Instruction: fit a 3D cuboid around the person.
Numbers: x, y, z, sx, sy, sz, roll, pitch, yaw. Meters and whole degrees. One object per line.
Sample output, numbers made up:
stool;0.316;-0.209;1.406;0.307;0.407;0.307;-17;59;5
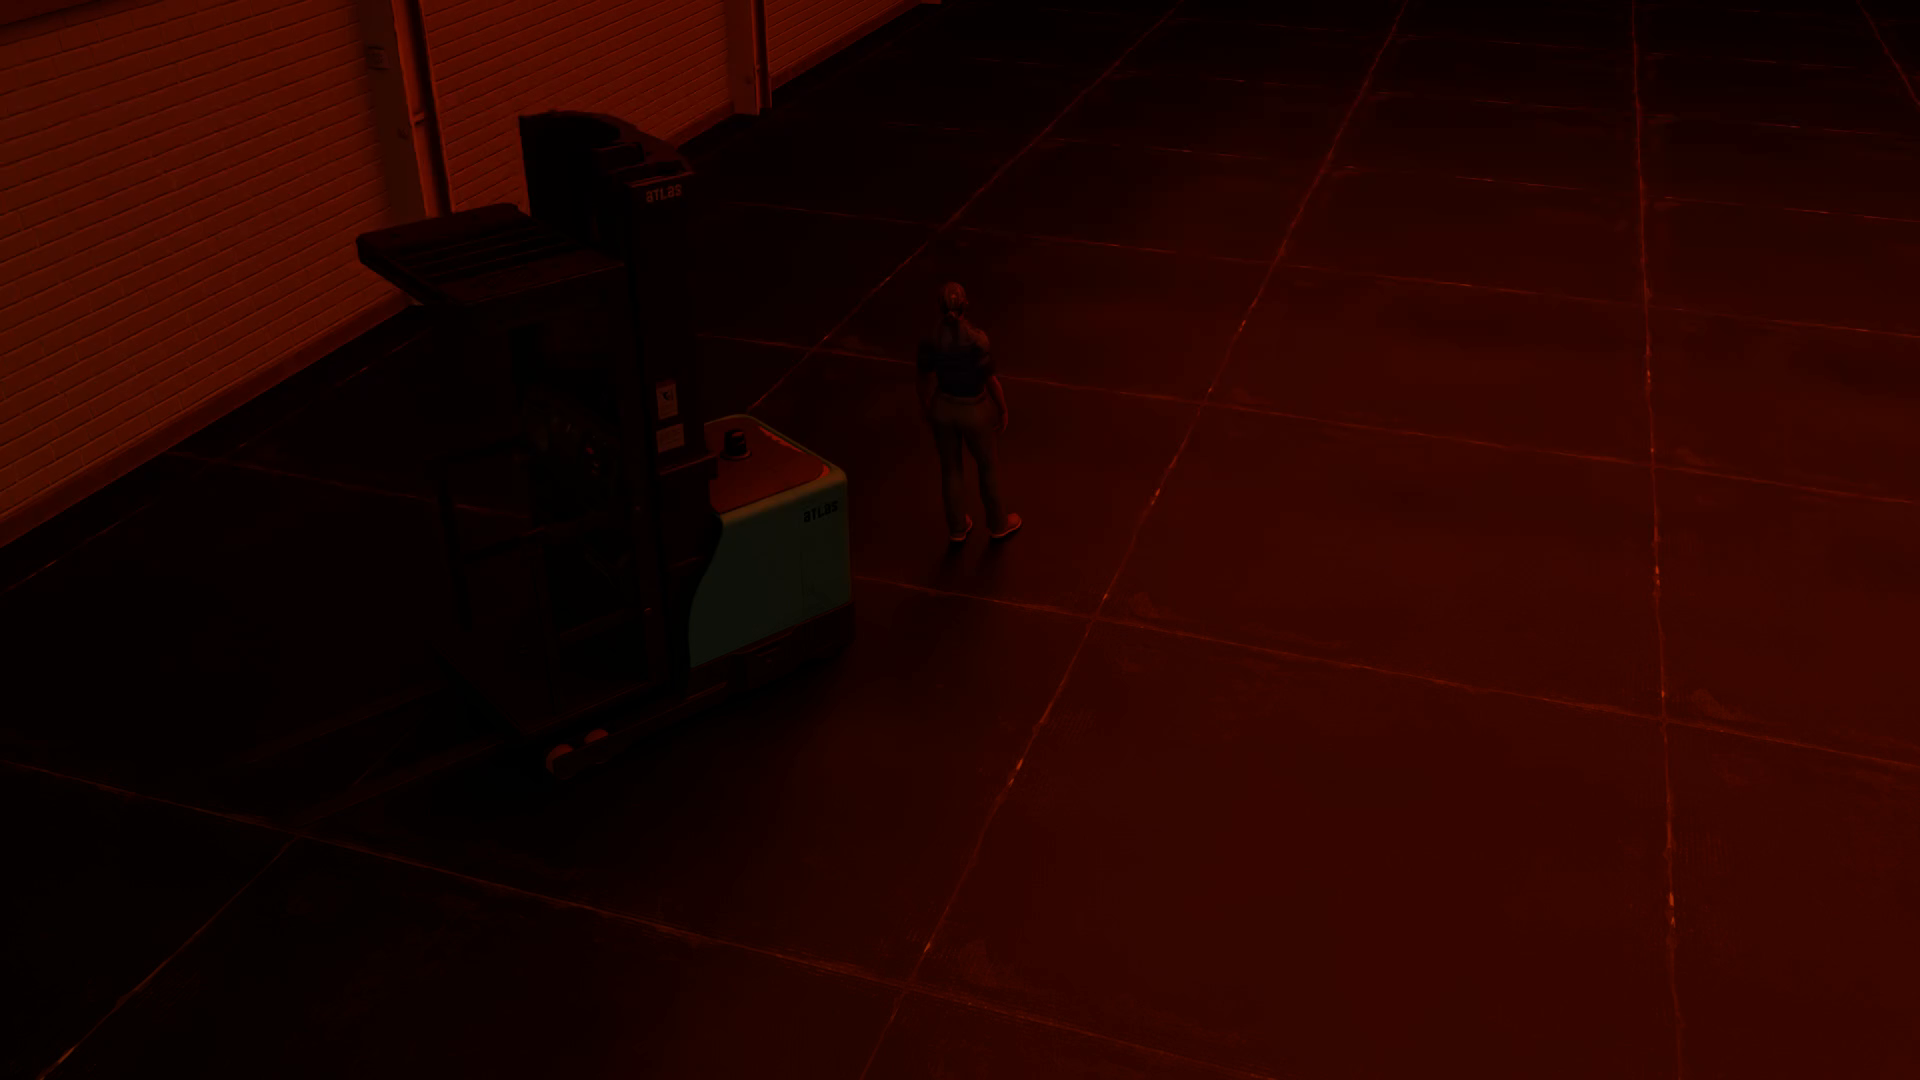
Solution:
person;0.047;-0.763;9.750;0.570;1.656;0.503;10;31;16

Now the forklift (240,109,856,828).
forklift;-2.022;-0.408;7.852;3.031;2.935;1.130;-23;37;-34
